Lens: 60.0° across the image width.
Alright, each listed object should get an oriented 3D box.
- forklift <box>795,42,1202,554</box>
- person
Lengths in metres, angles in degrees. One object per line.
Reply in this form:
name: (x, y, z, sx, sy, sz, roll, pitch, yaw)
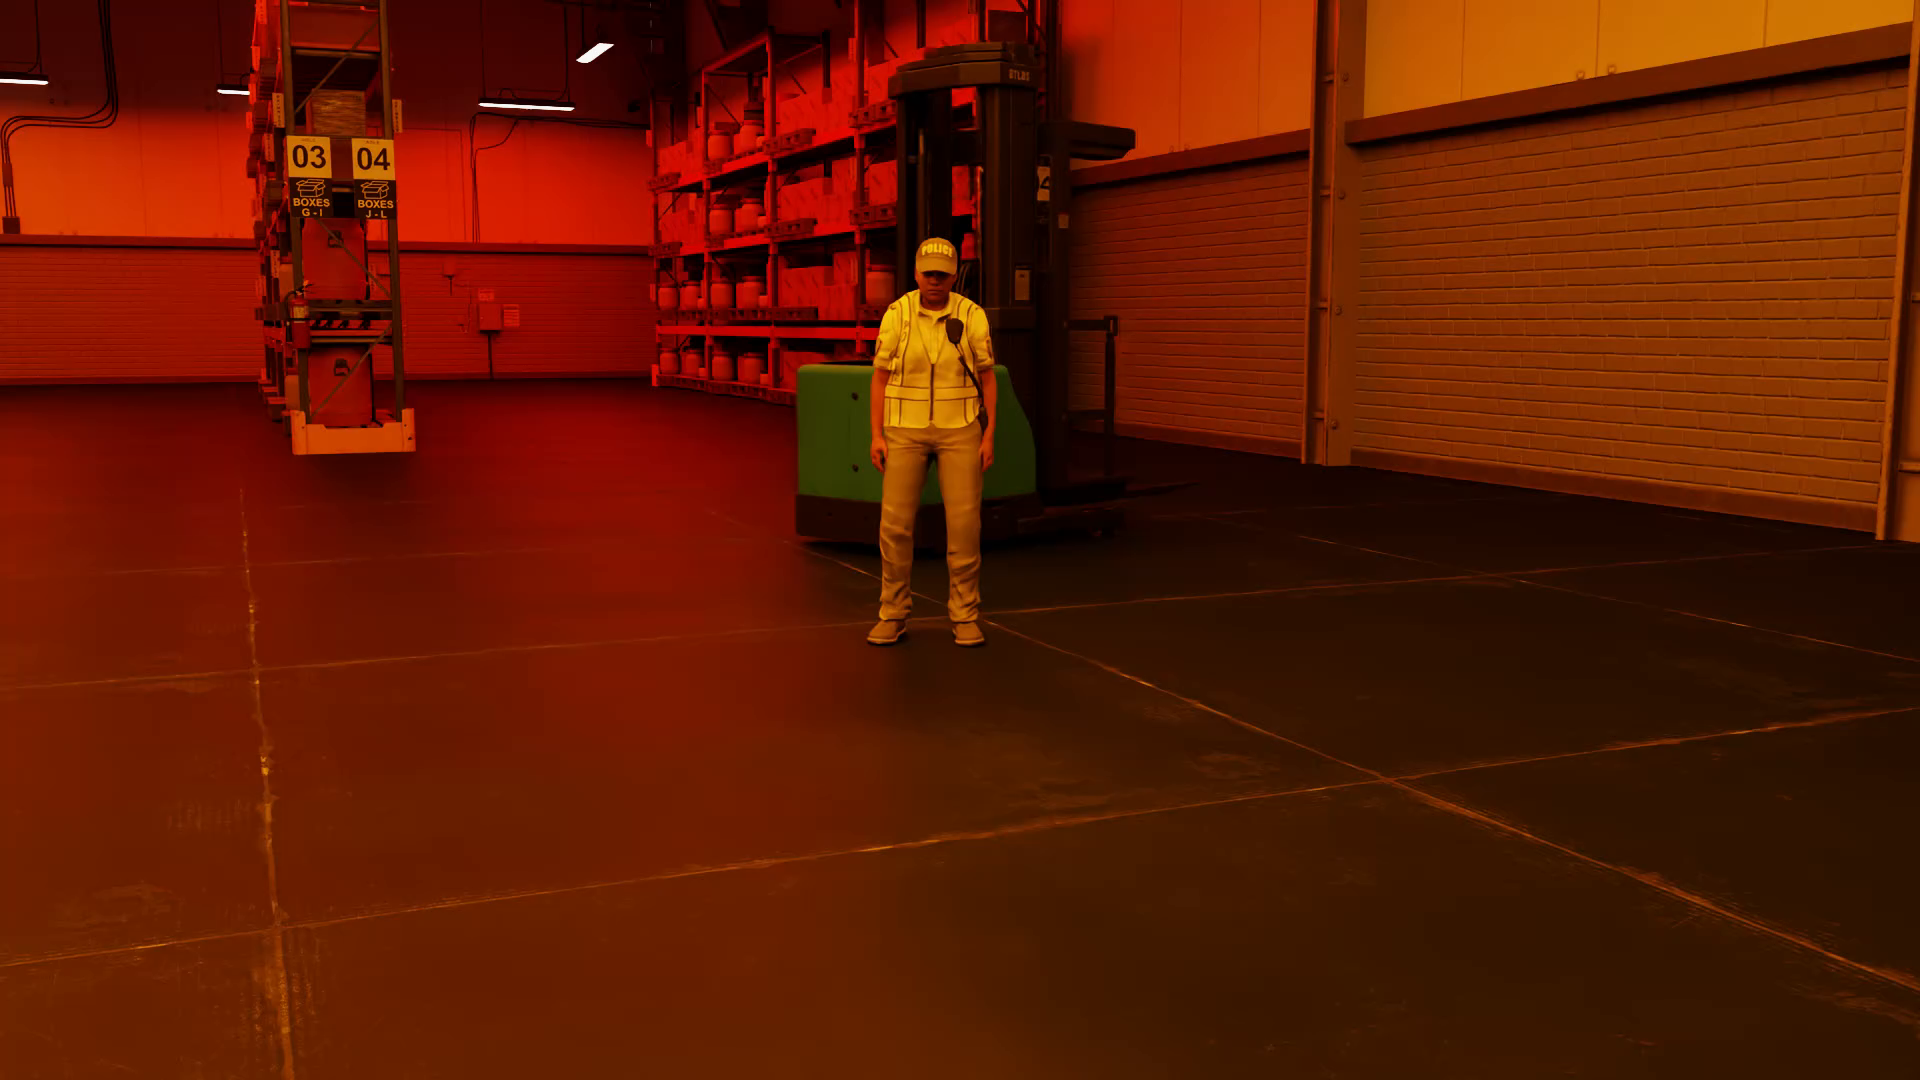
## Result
forklift: (0.394, -1.518, 10.455, 1.130, 2.935, 3.031, 7, 10, 43)
person: (-0.116, -0.406, 6.883, 0.535, 1.667, 0.466, 0, 8, 2)
